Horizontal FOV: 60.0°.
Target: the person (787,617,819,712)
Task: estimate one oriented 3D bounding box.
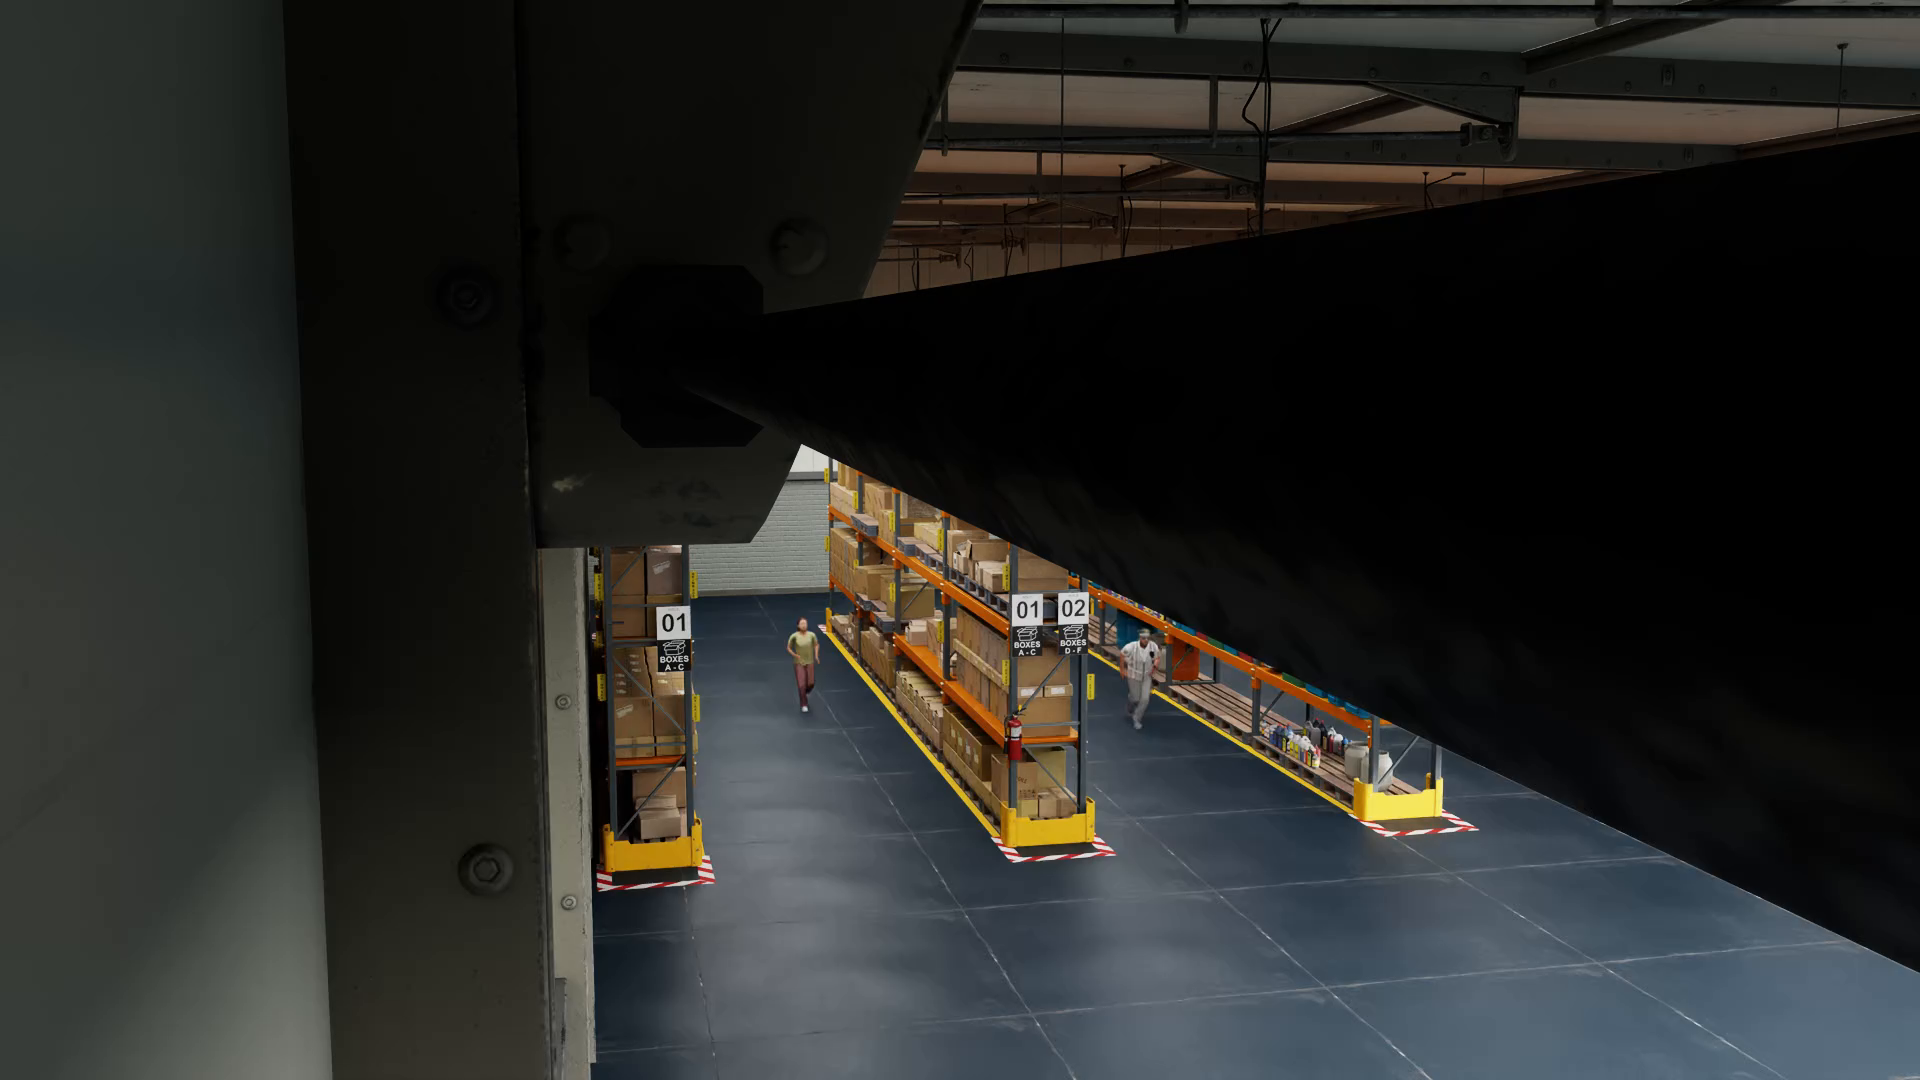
[{"bbox_3d":[-2.689,2.135,28.643,0.580,1.629,0.553,-2,7,-15],"label":"person"}]

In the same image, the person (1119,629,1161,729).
[{"bbox_3d":[2.962,2.258,27.449,0.657,1.707,0.766,-1,7,-12],"label":"person"}]

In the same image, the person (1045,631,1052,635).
[{"bbox_3d":[1.716,1.522,33.543,0.651,1.690,0.607,-1,7,-11],"label":"person"}]
